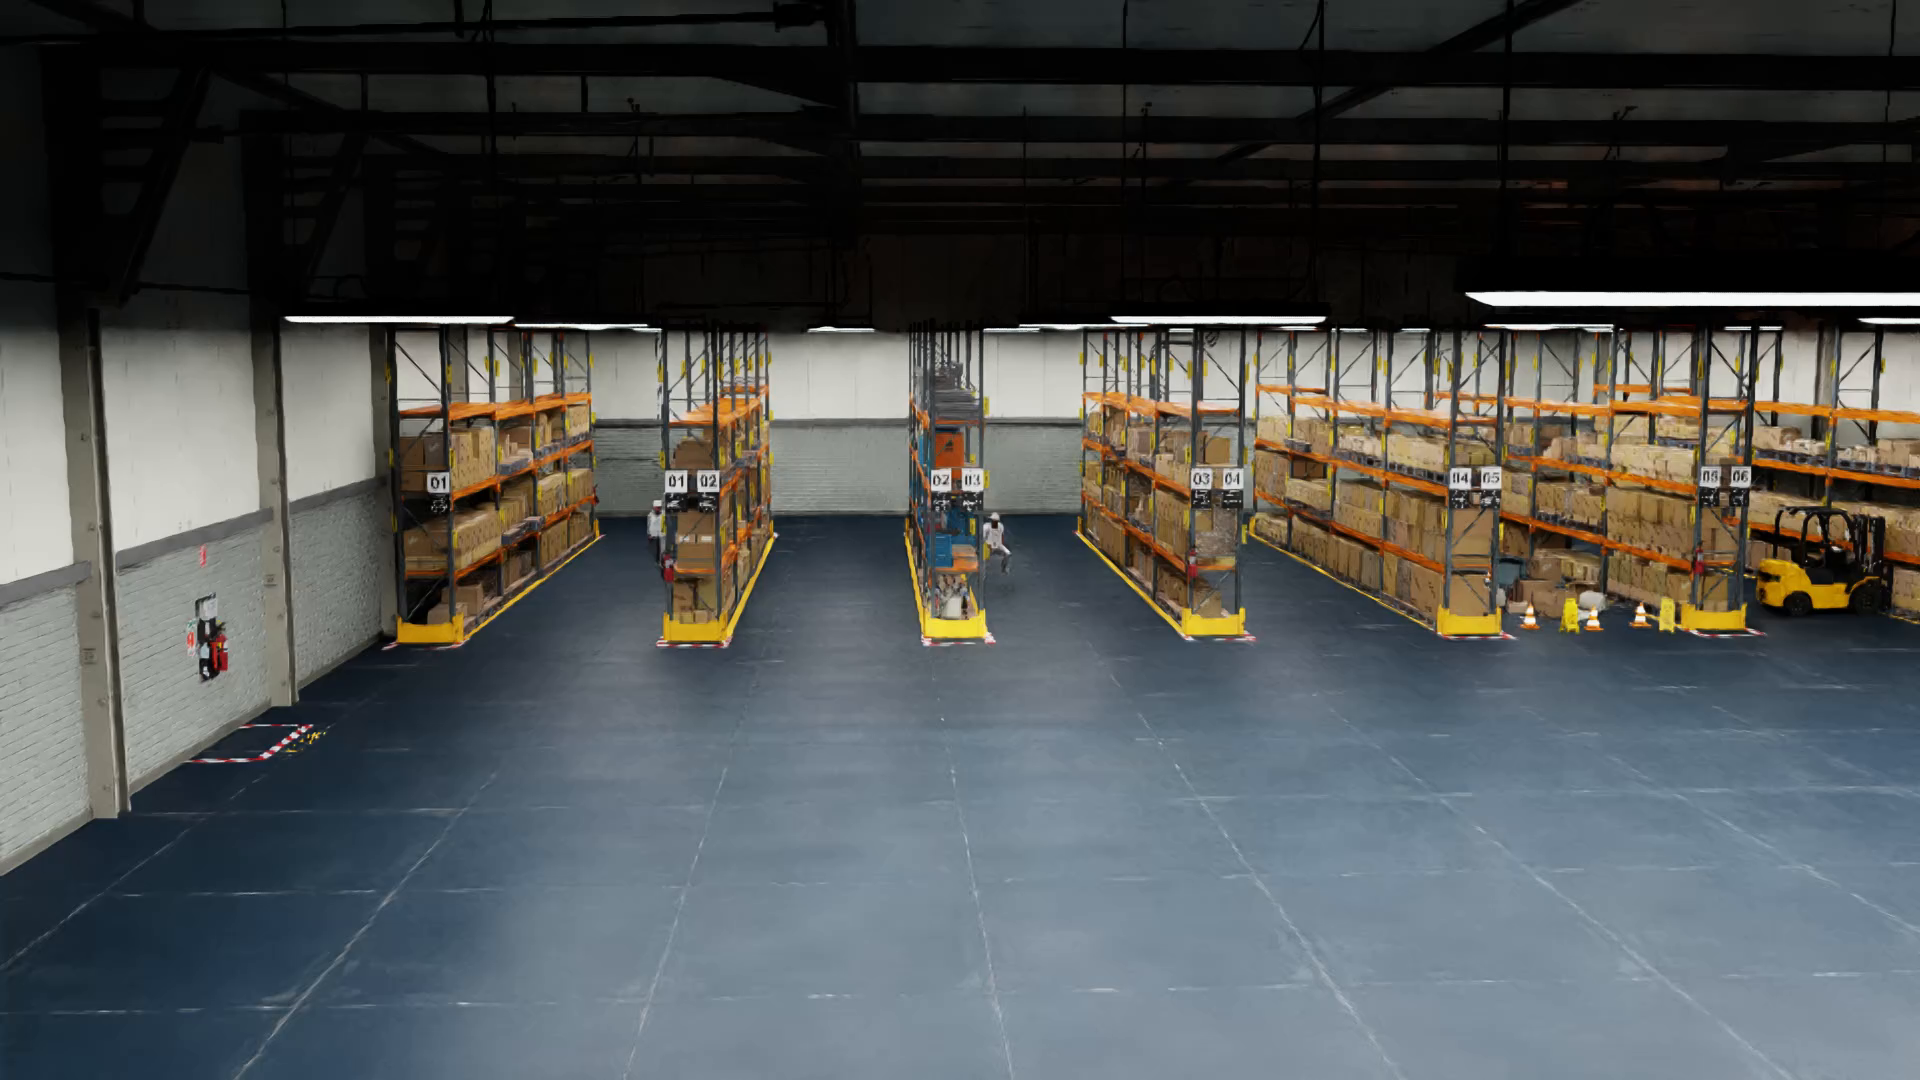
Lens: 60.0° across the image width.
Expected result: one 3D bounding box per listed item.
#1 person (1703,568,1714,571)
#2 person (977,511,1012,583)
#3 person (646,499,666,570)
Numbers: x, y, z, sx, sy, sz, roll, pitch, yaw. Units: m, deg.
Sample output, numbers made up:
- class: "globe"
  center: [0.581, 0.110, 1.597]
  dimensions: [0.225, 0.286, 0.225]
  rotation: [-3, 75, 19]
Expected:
- class: "person"
  center: [16.099, 0.390, 35.897]
  dimensions: [0.494, 1.786, 0.606]
  rotation: [4, 8, 28]
- class: "person"
  center: [0.743, 0.173, 38.061]
  dimensions: [0.707, 1.687, 0.858]
  rotation: [-3, 7, -20]
- class: "person"
  center: [-7.396, -0.151, 40.688]
  dimensions: [0.543, 1.698, 1.115]
  rotation: [0, 7, -1]
